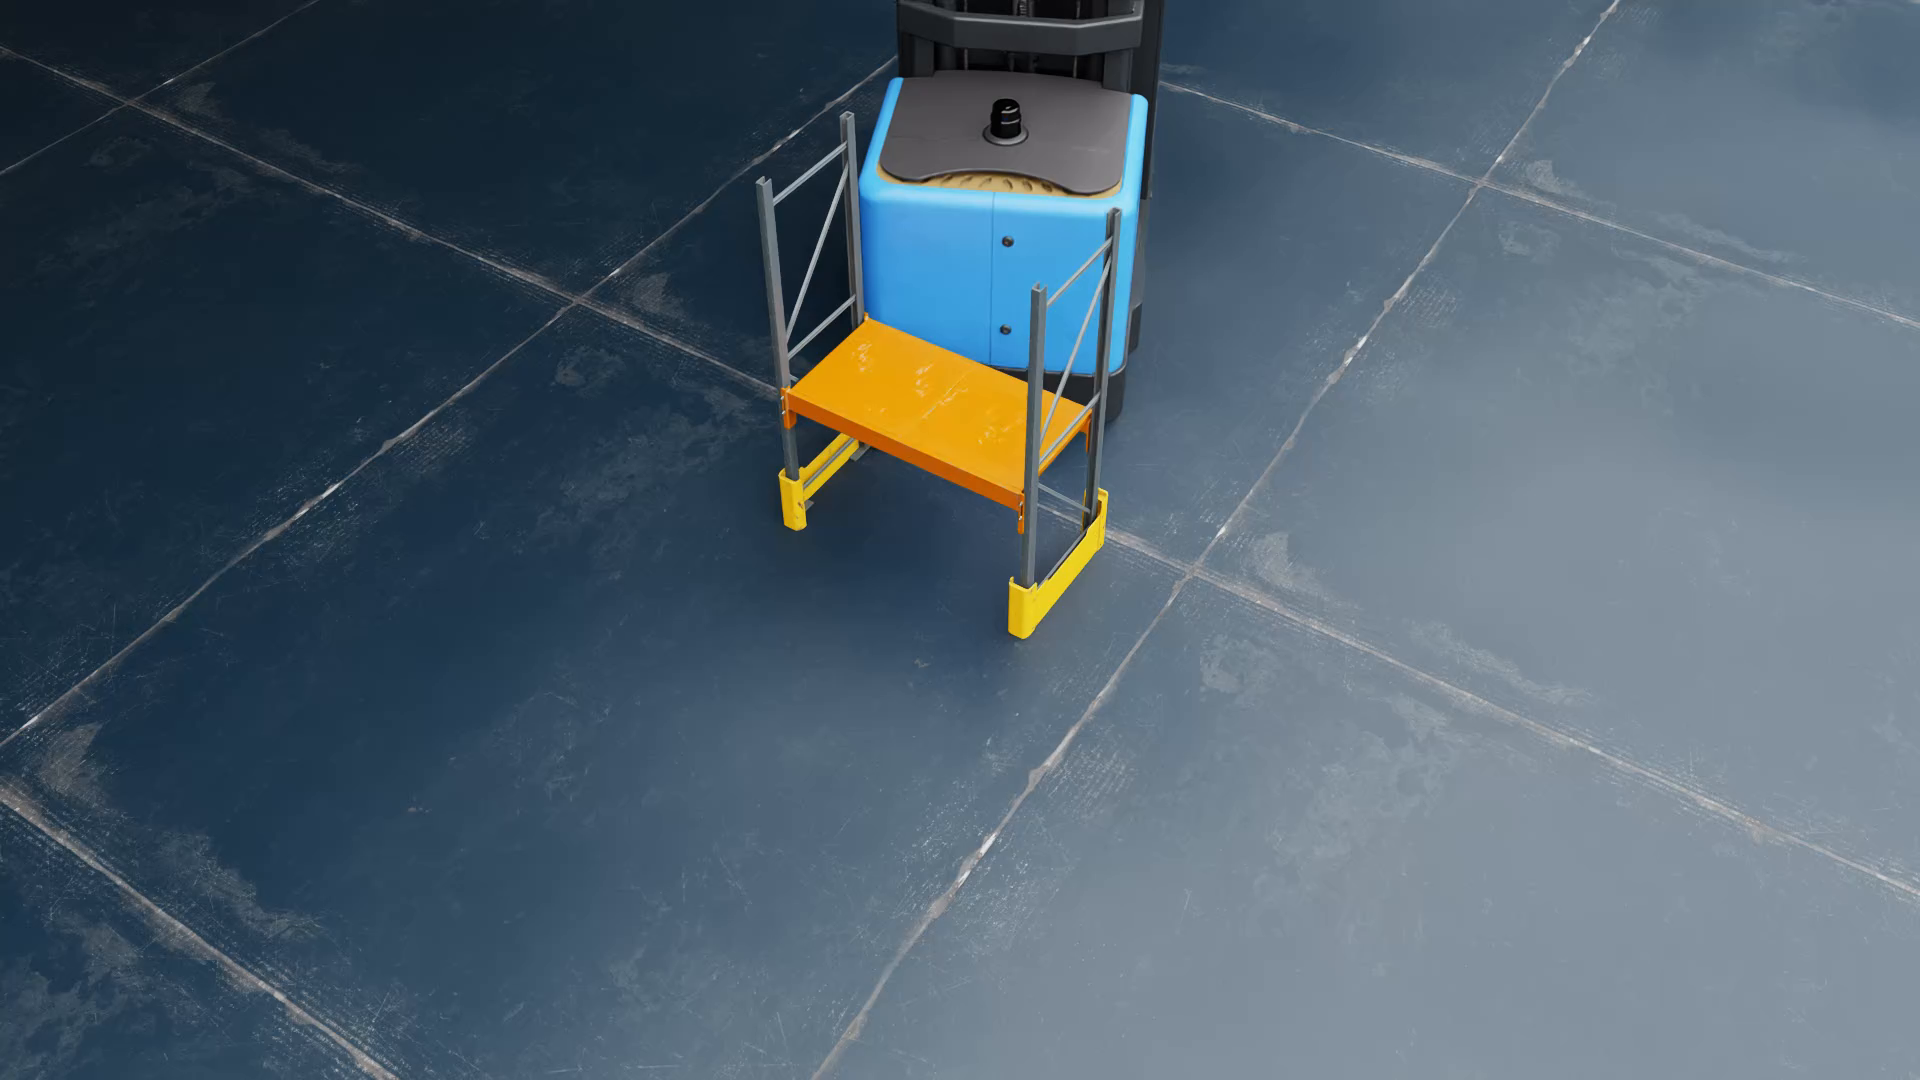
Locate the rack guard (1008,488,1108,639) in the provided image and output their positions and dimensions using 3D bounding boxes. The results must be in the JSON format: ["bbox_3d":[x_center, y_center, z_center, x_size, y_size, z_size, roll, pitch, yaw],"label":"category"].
[{"bbox_3d":[0.355,0.076,6.002,0.087,0.250,0.587,25,51,22],"label":"rack guard"}]

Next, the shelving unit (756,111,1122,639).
[{"bbox_3d":[-0.064,-0.552,5.741,1.083,1.500,0.587,25,51,22],"label":"shelving unit"}]

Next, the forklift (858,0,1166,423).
[{"bbox_3d":[0.319,-2.550,6.685,1.130,2.935,3.031,6,46,5],"label":"forklift"}]

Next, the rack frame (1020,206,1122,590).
[{"bbox_3d":[0.356,-0.359,5.553,0.032,1.500,0.500,25,51,22],"label":"rack frame"}]

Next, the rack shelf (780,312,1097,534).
[{"bbox_3d":[-0.072,-0.430,5.873,1.000,0.185,0.538,25,51,22],"label":"rack shelf"}]

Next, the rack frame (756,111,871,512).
[{"bbox_3d":[-0.500,-0.753,5.935,0.032,1.500,0.500,25,51,22],"label":"rack frame"}]

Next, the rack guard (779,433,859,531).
[{"bbox_3d":[-0.483,-0.309,6.376,0.087,0.250,0.587,25,51,22],"label":"rack guard"}]
